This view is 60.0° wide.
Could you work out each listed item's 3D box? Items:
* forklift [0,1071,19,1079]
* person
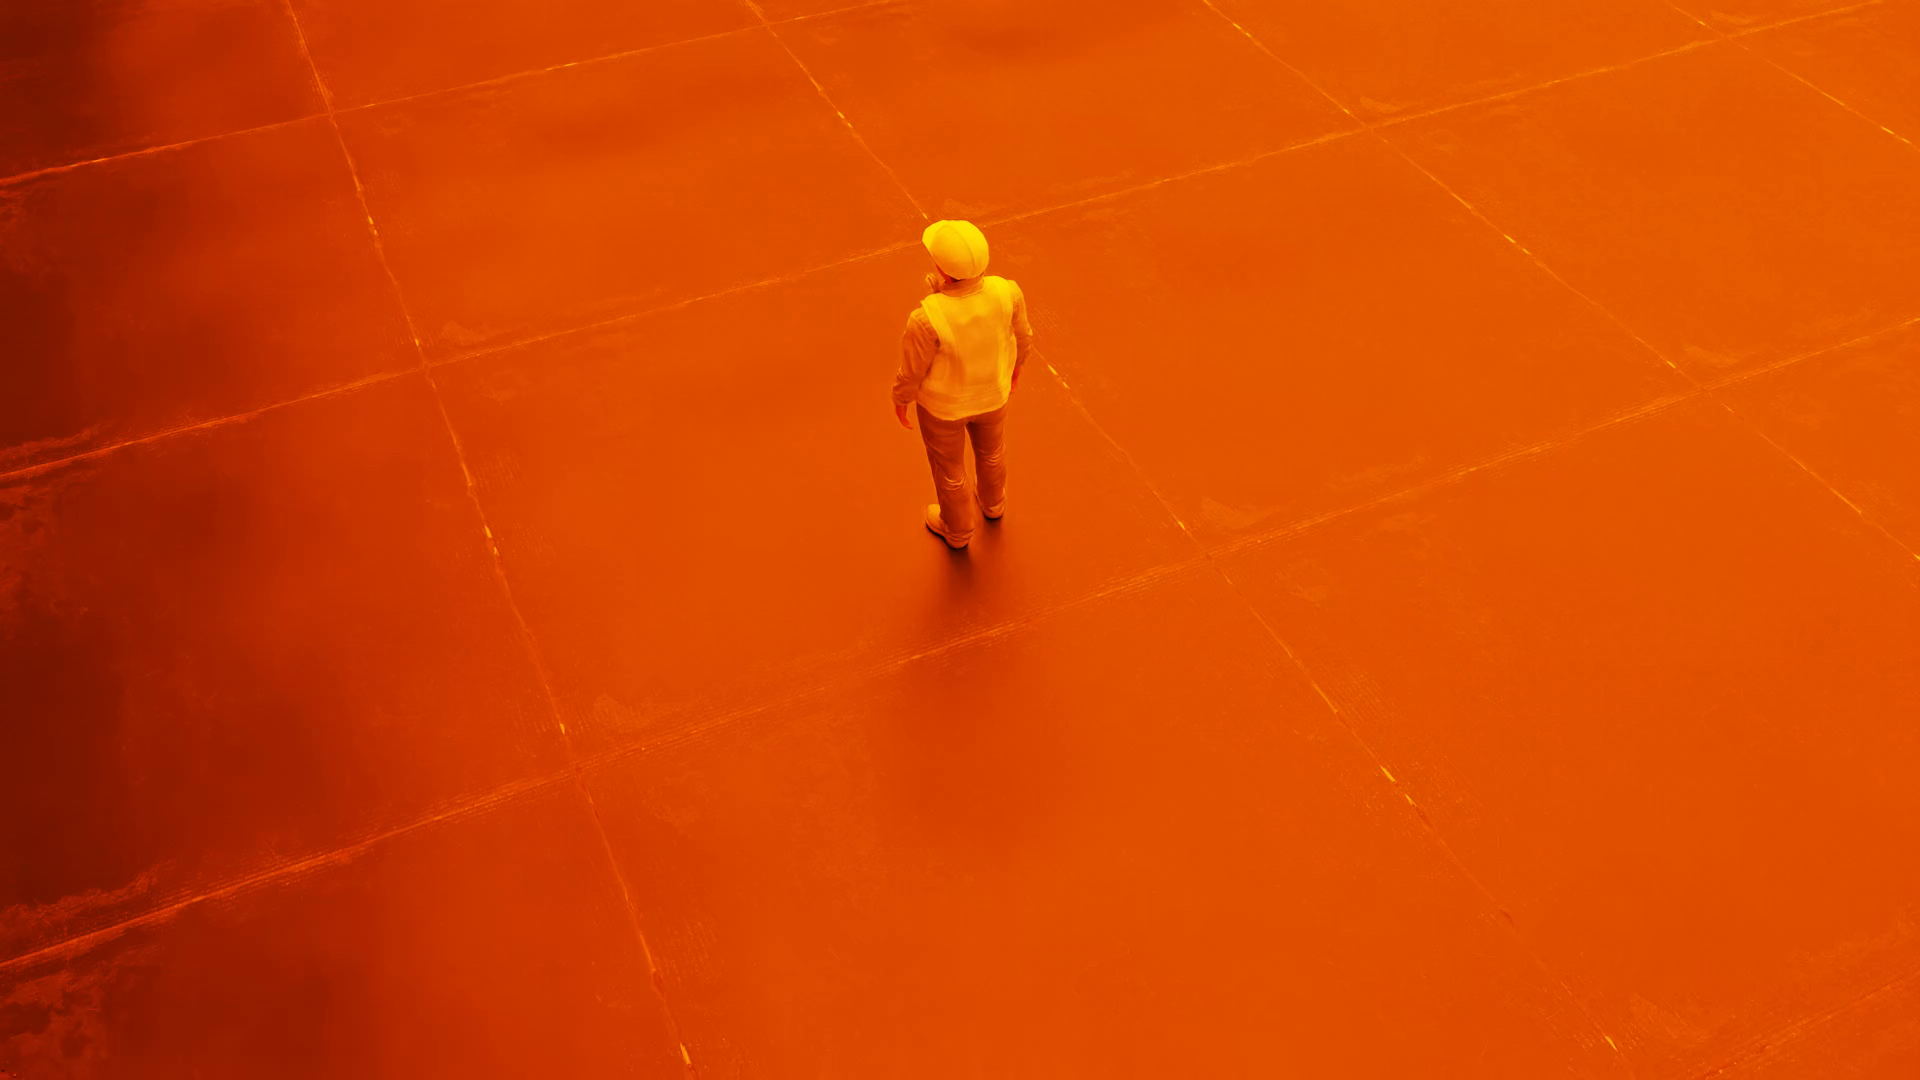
[{"bbox_3d":[-2.013,2.354,3.158,1.130,2.935,3.031,16,45,16],"label":"forklift"},{"bbox_3d":[-0.020,-0.695,7.262,0.633,1.775,0.566,-18,46,-18],"label":"person"}]
